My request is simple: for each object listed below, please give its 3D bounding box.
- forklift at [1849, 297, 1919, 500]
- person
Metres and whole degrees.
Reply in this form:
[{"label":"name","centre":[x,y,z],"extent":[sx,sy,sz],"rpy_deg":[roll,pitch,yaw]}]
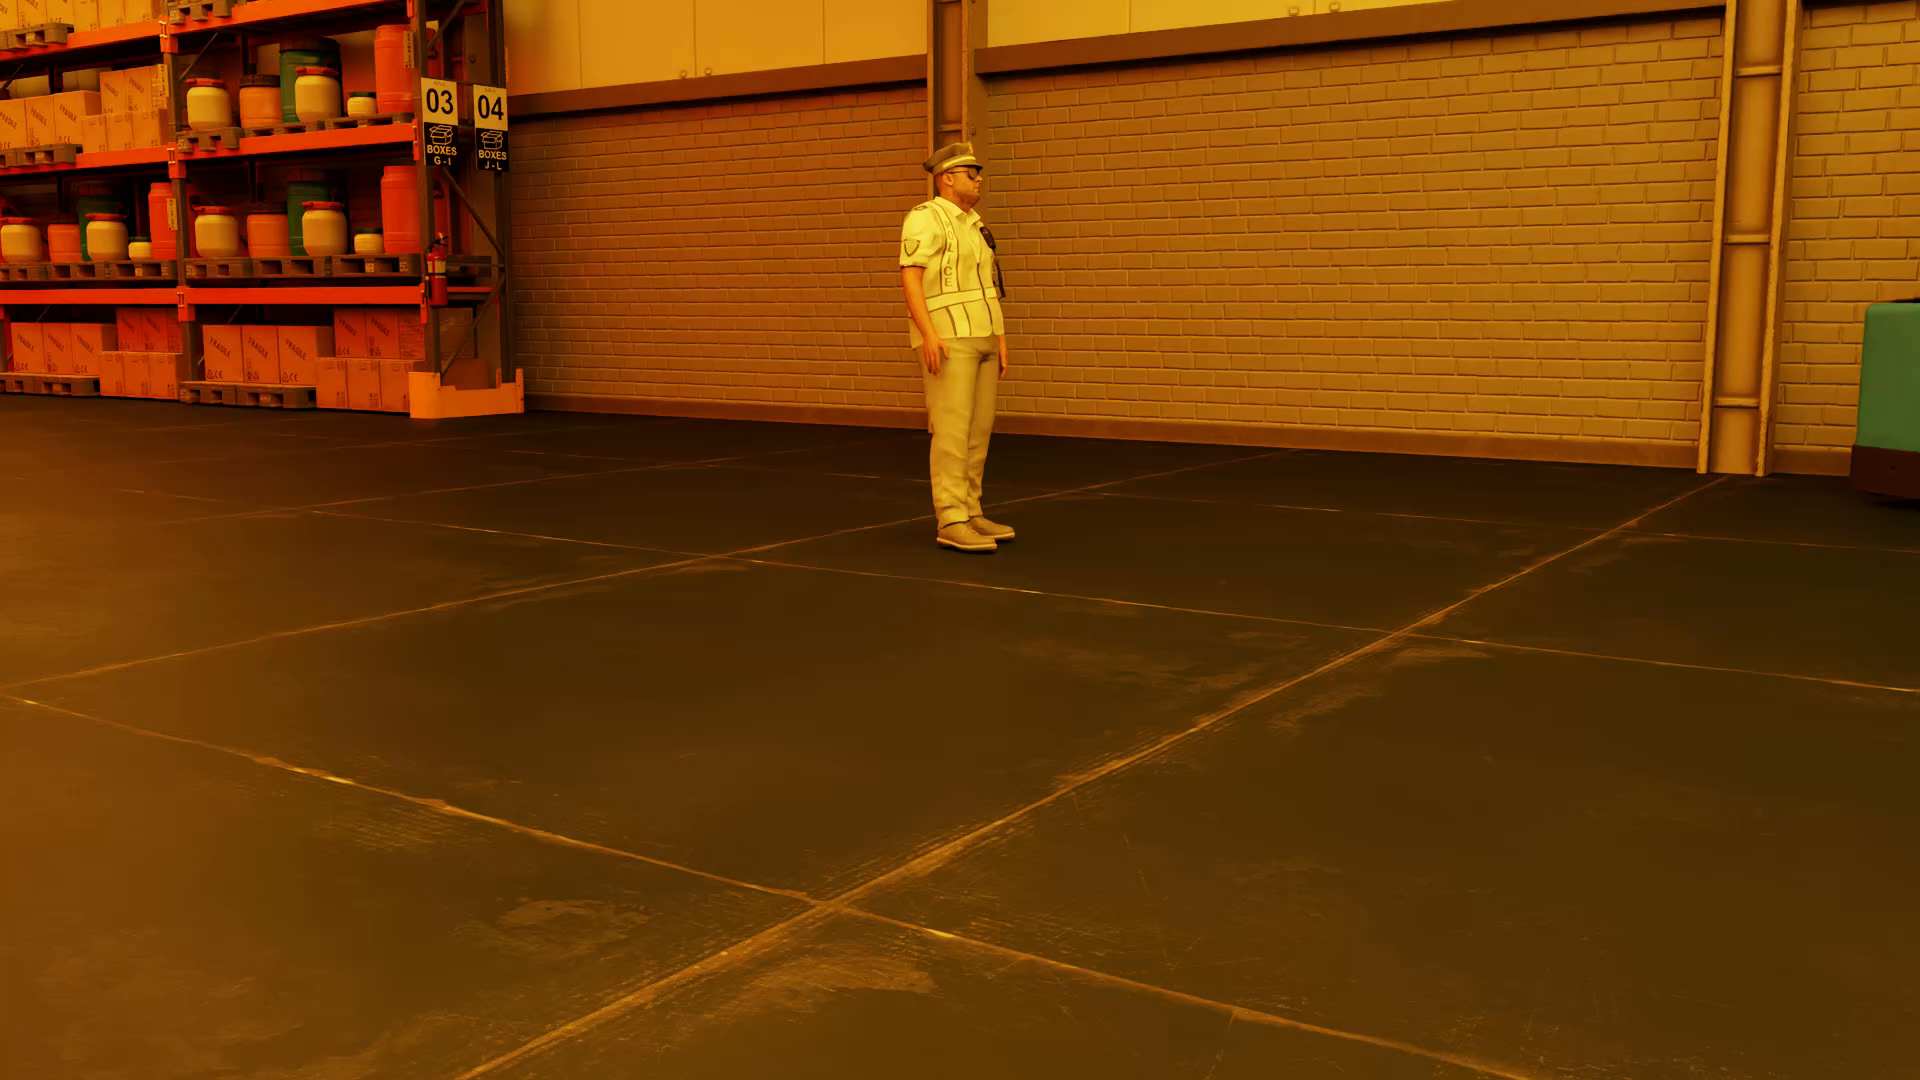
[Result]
[{"label":"forklift","centre":[6.398,-1.637,8.704],"extent":[3.031,2.935,1.130],"rpy_deg":[-2,8,-12]},{"label":"person","centre":[0.058,-0.880,7.424],"extent":[0.575,1.778,0.640],"rpy_deg":[5,10,34]}]
